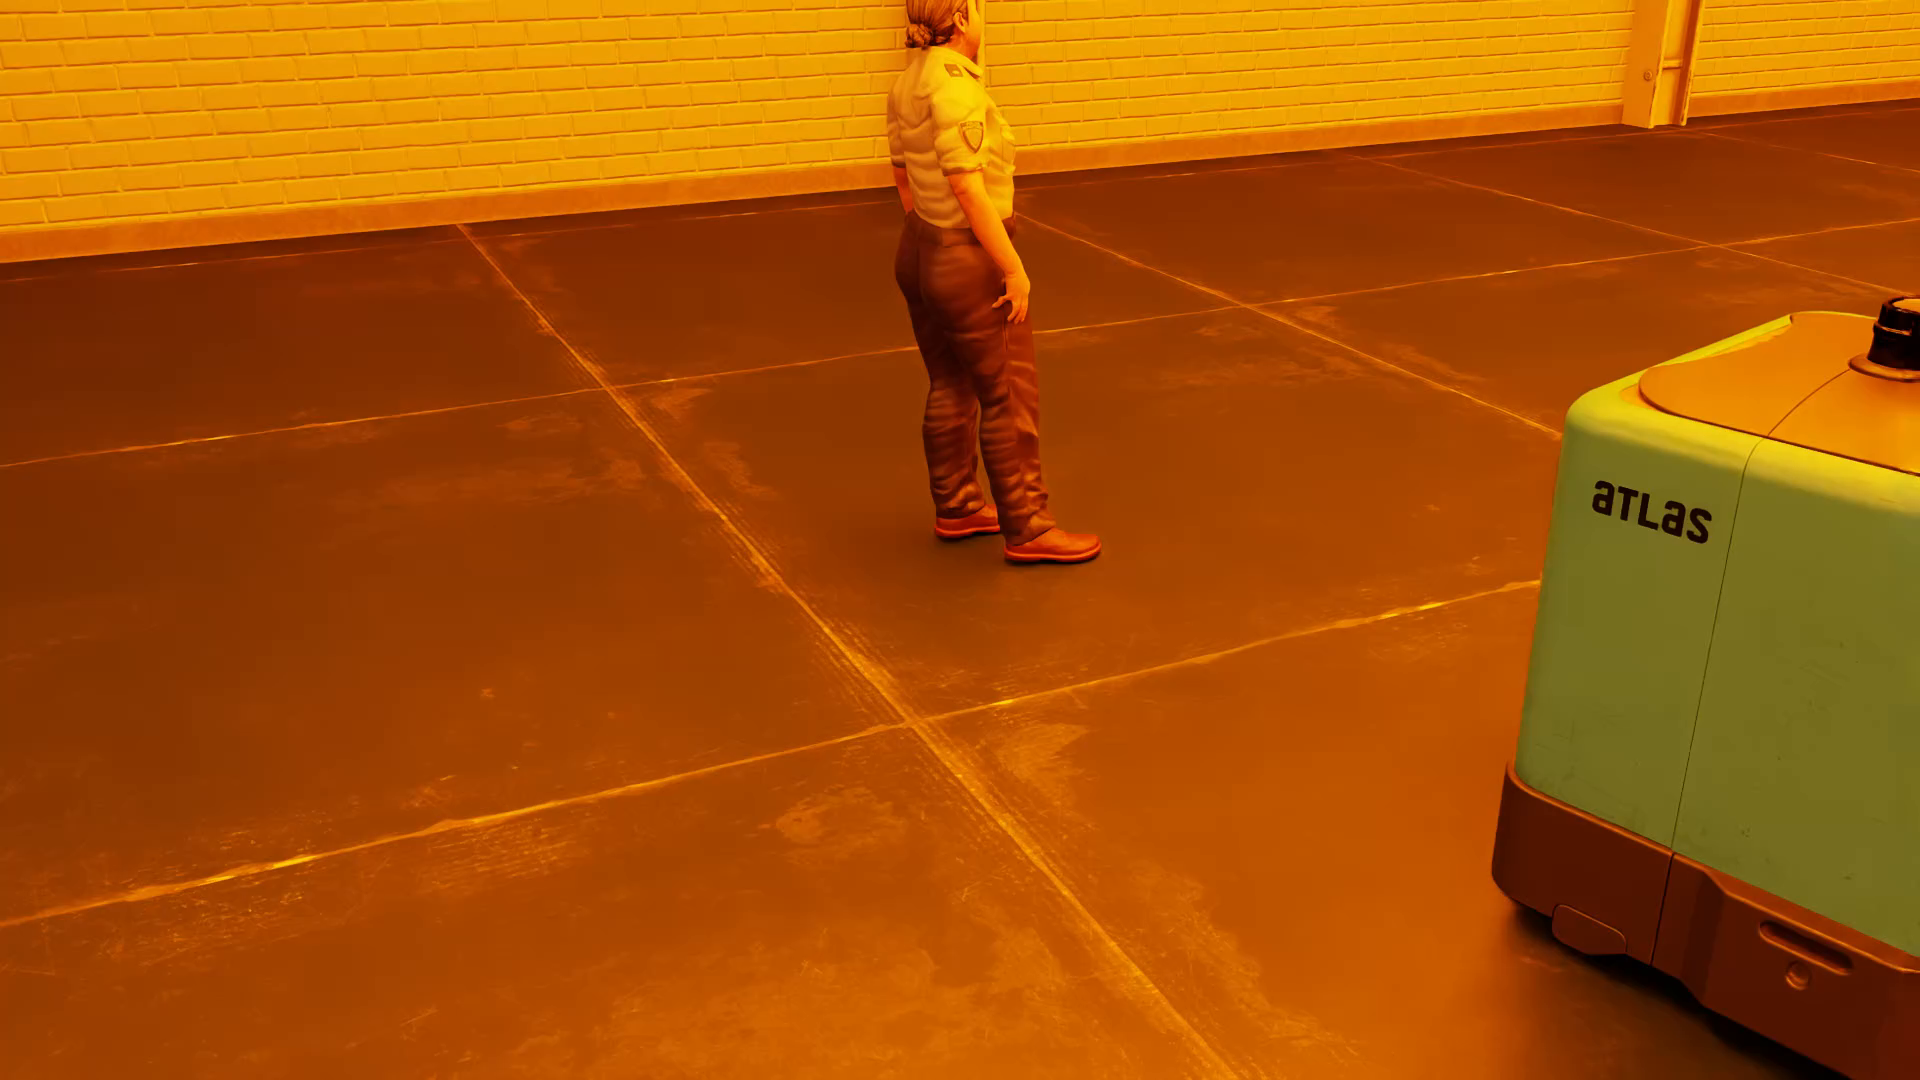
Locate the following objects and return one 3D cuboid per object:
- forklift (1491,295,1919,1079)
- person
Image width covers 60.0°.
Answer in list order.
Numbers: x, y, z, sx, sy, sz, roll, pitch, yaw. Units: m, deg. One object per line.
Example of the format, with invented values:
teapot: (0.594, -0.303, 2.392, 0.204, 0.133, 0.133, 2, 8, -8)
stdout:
forklift: (2.407, -0.313, 2.039, 1.130, 2.935, 3.031, -19, 29, -38)
person: (0.091, -0.774, 4.804, 0.502, 1.651, 0.598, -10, 25, -23)
